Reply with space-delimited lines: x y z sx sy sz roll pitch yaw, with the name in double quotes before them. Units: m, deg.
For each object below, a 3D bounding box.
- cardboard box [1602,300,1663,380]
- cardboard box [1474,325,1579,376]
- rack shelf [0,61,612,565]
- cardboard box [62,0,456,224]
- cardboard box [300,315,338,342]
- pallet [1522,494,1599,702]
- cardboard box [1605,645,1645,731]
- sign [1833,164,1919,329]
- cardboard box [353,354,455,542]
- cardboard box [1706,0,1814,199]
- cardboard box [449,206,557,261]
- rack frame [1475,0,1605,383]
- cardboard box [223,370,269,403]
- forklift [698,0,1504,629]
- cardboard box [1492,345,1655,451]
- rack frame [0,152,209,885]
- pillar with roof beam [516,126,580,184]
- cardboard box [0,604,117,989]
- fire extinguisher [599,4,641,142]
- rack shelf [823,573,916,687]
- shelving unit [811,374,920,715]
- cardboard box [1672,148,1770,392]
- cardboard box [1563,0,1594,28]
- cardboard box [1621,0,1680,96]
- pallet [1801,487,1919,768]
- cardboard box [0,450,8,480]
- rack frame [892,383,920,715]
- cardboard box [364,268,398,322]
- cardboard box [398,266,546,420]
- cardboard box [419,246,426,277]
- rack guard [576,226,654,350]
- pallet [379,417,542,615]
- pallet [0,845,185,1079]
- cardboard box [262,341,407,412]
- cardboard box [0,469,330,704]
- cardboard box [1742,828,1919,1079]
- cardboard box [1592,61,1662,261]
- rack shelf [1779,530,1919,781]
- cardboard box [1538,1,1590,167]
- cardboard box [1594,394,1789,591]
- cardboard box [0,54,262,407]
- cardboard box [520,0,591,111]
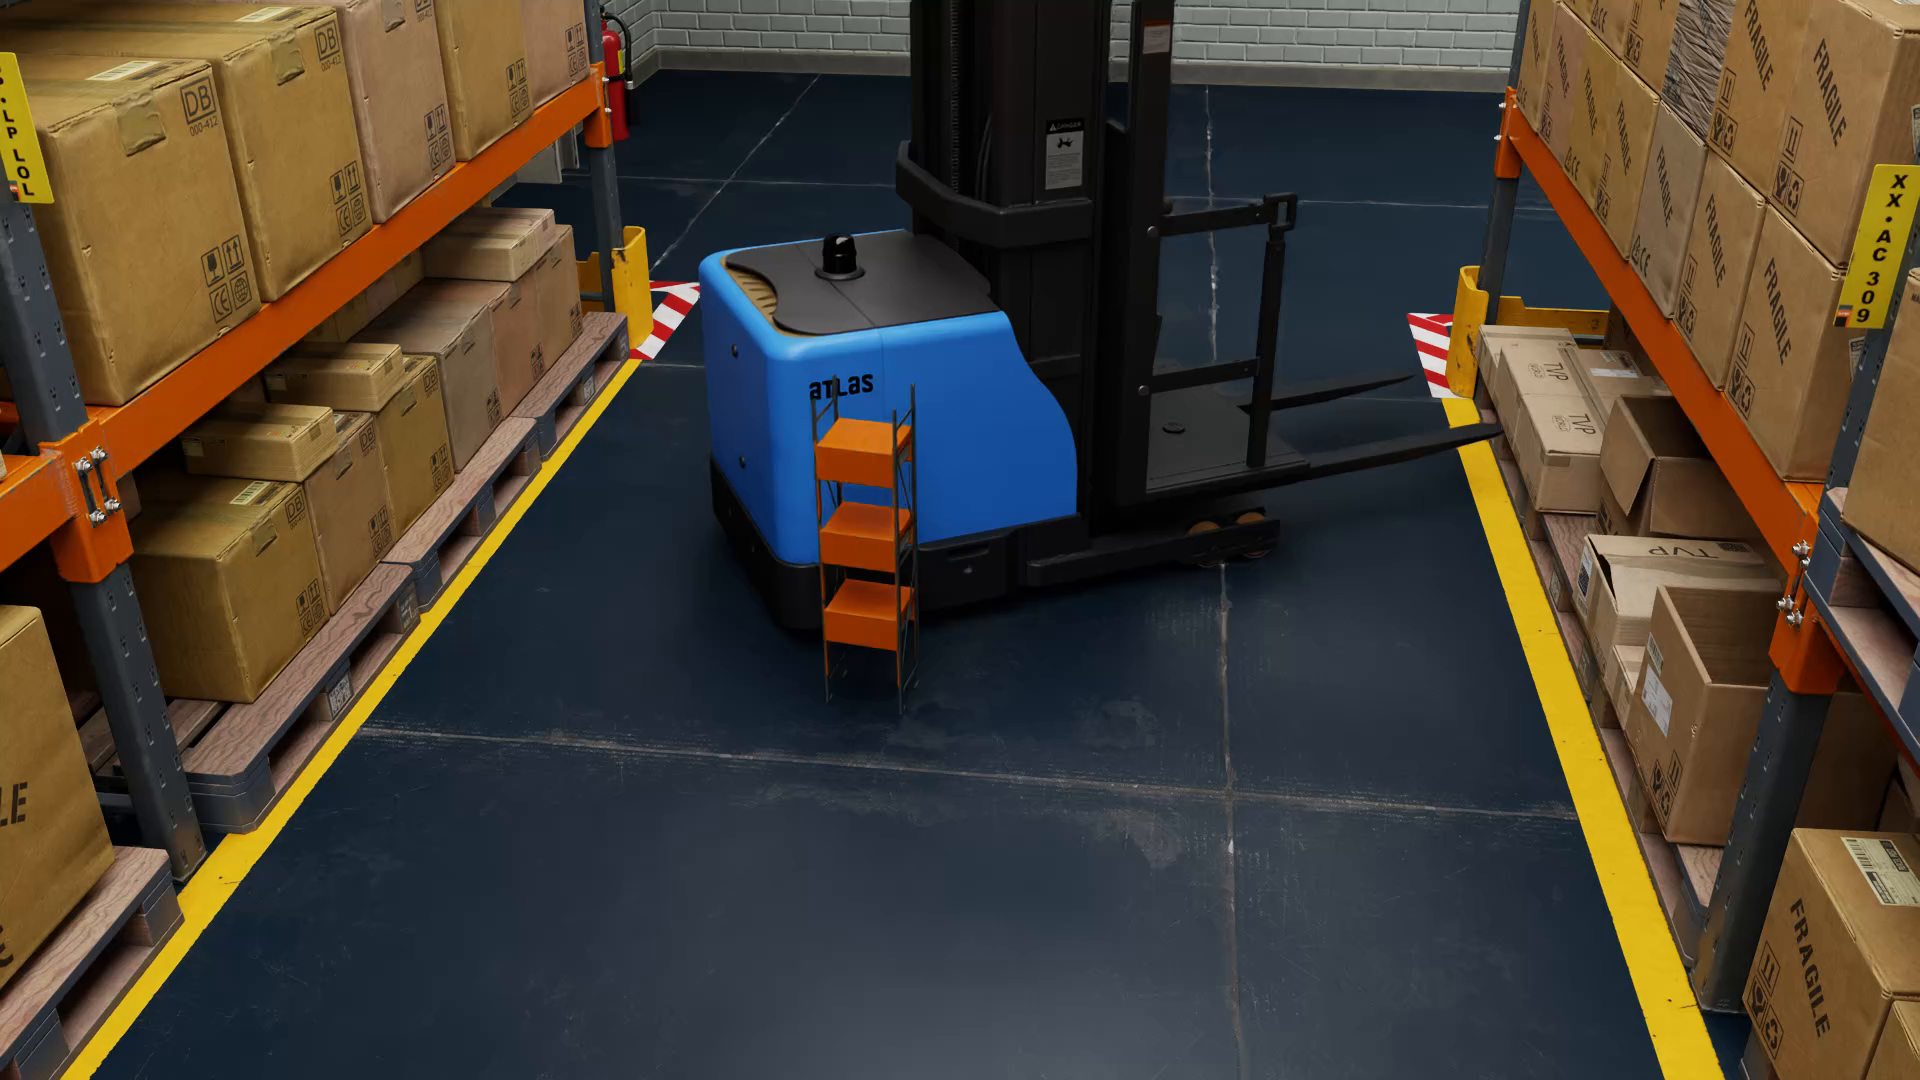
"cardboard box" 2.993 -0.862 6.859 0.500 0.500 0.500 3 28 6
"cardboard box" 2.423 -0.801 7.116 0.380 0.149 0.250 3 28 6
"rack shelf" -2.347 -1.067 5.827 1.077 0.370 4.000 3 28 6
"cardboard box" -2.335 -1.515 5.584 0.980 0.700 0.700 2 28 4
"cardboard box" -2.456 -0.714 5.922 0.380 0.149 0.250 3 28 5
"pallet" 2.557 0.172 5.708 1.003 0.211 1.213 3 28 6
"cardboard box" 2.100 0.440 4.812 0.380 0.149 0.250 3 28 6
"sign" 1.786 -0.565 3.224 0.100 0.325 0.005 3 28 6
"cardboard box" -2.268 -0.351 5.931 0.700 0.500 0.500 4 29 7
"cardboard box" 2.190 -1.135 4.034 0.500 0.500 0.500 3 28 5
"cardboard box" -1.923 -1.289 6.989 0.380 0.149 0.250 3 28 6
"rack frame" 2.815 -2.039 6.873 1.000 3.000 0.127 3 28 6
"cardboard box" -2.519 -0.474 5.476 0.380 0.149 0.250 2 28 5
"forklift" 0.633 -1.410 5.777 3.031 2.935 1.130 -11 30 -19
"cardboard box" 2.406 -0.548 6.539 0.500 0.250 0.500 3 28 6
"rack frame" -2.592 -0.442 3.909 1.000 3.000 0.127 3 28 6
"pillar with roof beam" 1.643 -6.037 7.969 9.100 9.000 0.400 3 28 6
"cardboard box" -2.542 0.633 3.737 0.750 0.750 0.750 4 29 7
"fire extinguisher" -1.625 -2.171 7.592 0.296 0.674 0.183 3 28 6
"rack shelf" -0.278 0.281 5.226 0.240 0.259 0.215 7 30 14
"shelving unit" -0.279 0.029 5.087 0.252 1.050 0.215 7 30 14
"cardboard box" 2.194 -0.693 4.269 0.500 0.500 0.500 4 29 8
"cardboard box" 2.443 -2.083 5.795 0.500 0.500 0.500 4 29 7
"cardboard box" 2.315 -1.609 4.914 0.500 0.500 0.500 3 28 6
"pallet" 2.119 0.298 2.737 1.003 0.211 1.213 3 28 6
"cardboard box" -2.352 -0.165 3.638 0.380 0.149 0.250 4 29 7
"rack frame" -0.161 0.044 5.058 0.008 1.050 0.200 7 30 14
"cardboard box" -2.394 -0.954 6.368 0.380 0.149 0.250 4 29 7
"cardboard box" -2.149 -0.839 6.837 0.700 0.500 0.500 3 28 6
"cardboard box" -2.332 -1.192 6.809 0.380 0.149 0.250 3 29 6
"rack guard" -2.099 -1.236 8.017 1.175 0.500 0.348 3 28 6
"pallet" -2.274 -0.144 6.295 1.003 0.211 1.213 3 28 6
"pallet" -2.611 1.153 3.888 1.003 0.211 1.213 3 28 6
"cardboard box" -2.111 -0.555 5.626 0.380 0.149 0.250 3 28 5
"cardboard box" -2.398 0.127 5.044 0.700 0.500 0.500 4 29 7
"cardboard box" 2.024 0.964 3.470 0.500 0.500 0.500 2 28 4
"cardboard box" 2.314 -1.175 5.163 0.500 0.500 0.500 4 29 7
"rack shelf" 2.080 1.102 1.801 1.077 0.370 4.000 3 28 6
"cardboard box" 2.441 -1.647 6.038 0.500 0.500 0.500 3 28 6
"cardboard box" 2.550 -0.136 5.507 0.797 0.503 0.637 3 28 6
"cardboard box" -2.509 -0.829 4.310 0.980 0.700 0.700 4 29 7
"cardboard box" -2.154 -2.217 6.886 0.980 0.700 0.700 5 29 9
